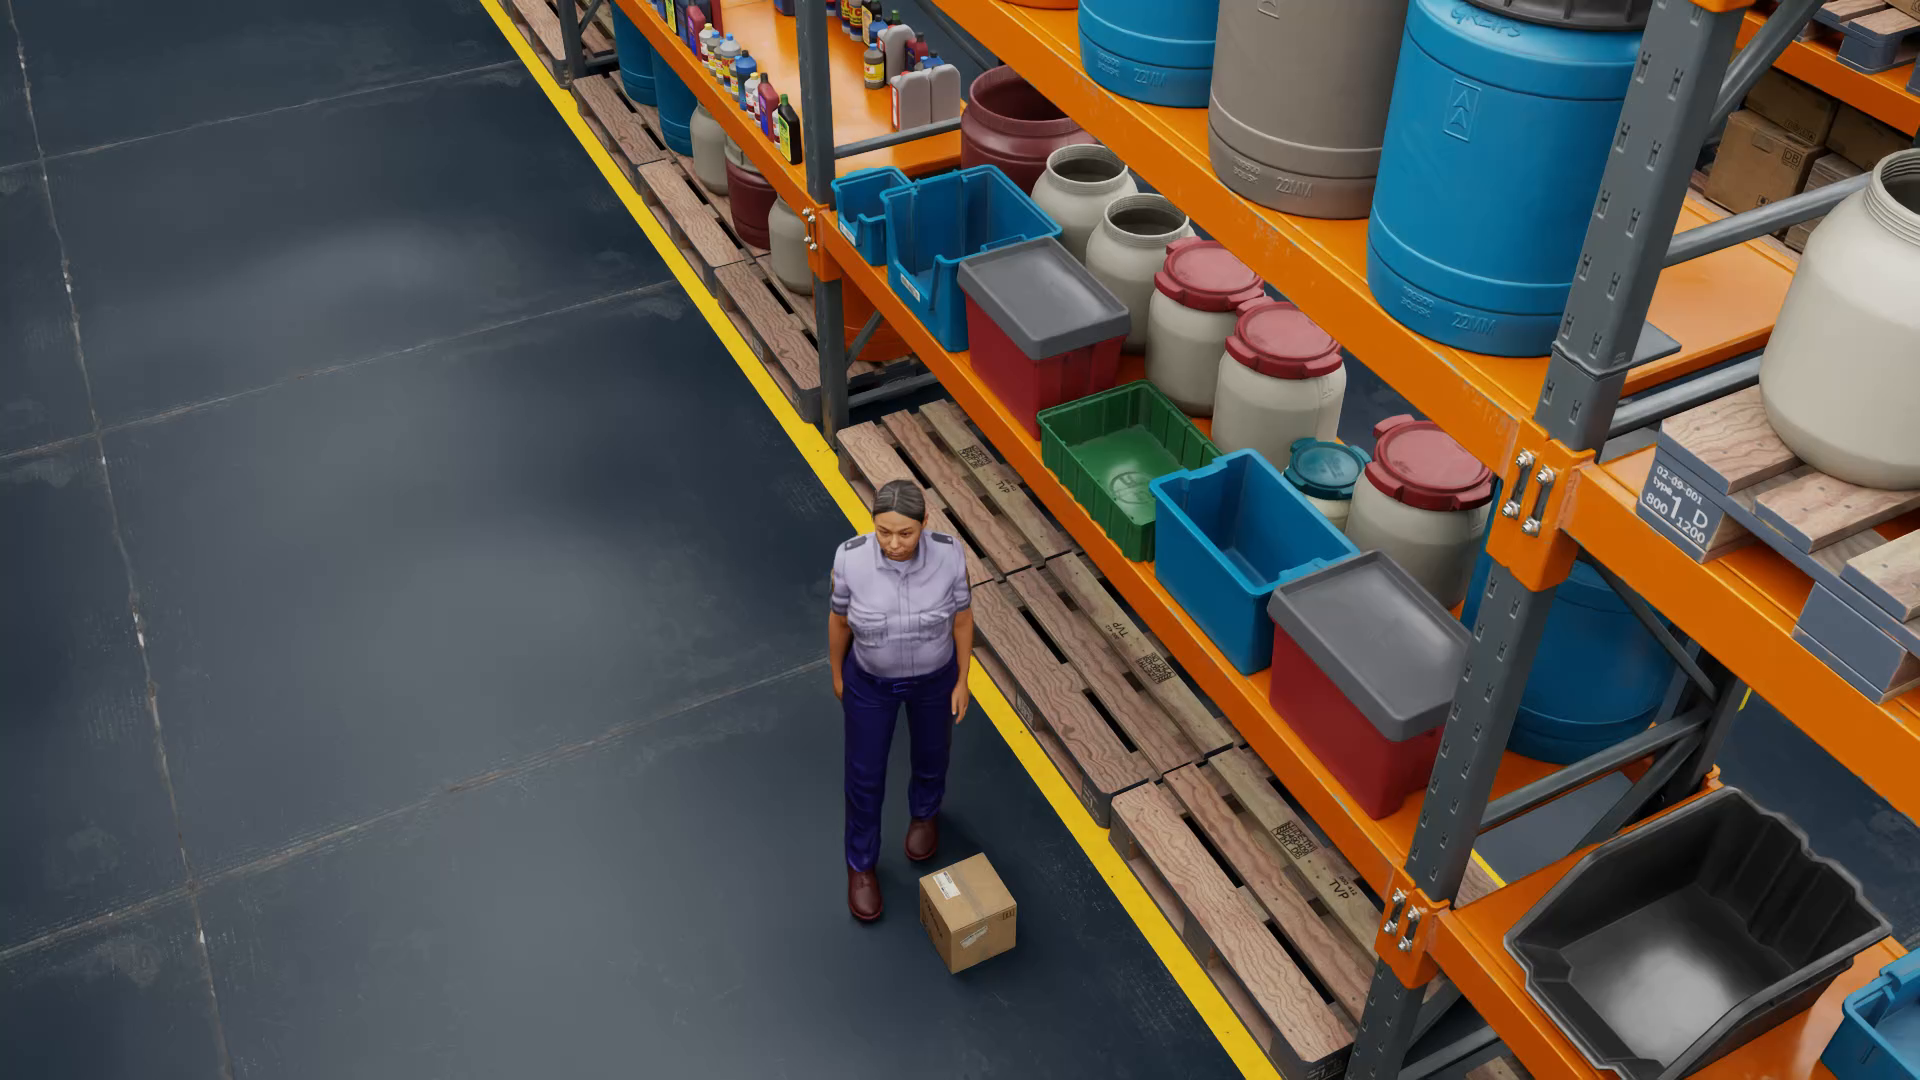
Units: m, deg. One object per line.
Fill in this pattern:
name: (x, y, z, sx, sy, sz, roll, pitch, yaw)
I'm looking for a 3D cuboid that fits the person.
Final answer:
person: (-0.181, 0.539, 5.548, 0.489, 1.644, 0.584, -5, 42, -5)
